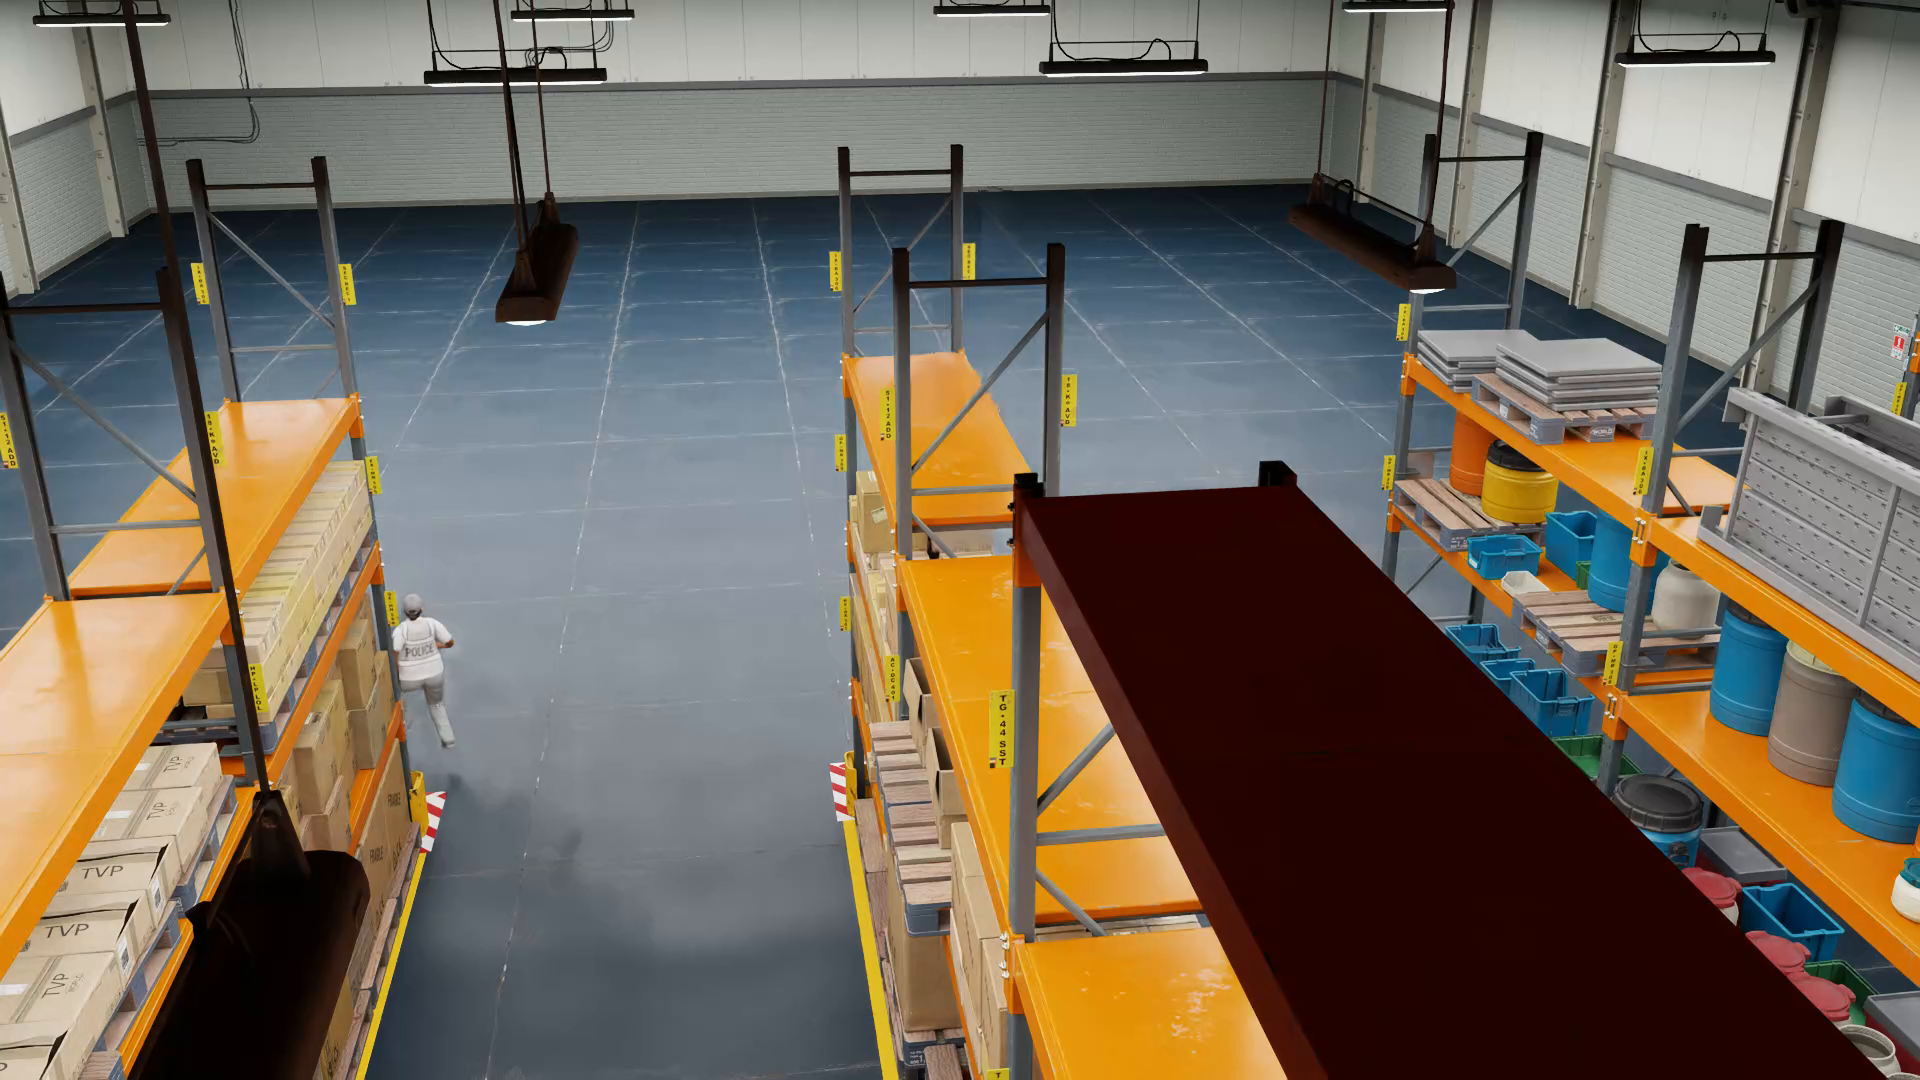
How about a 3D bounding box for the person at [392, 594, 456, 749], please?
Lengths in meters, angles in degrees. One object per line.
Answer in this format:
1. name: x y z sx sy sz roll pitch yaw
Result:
1. person: -5.130 1.224 15.791 0.654 1.559 0.840 -13 25 -29
